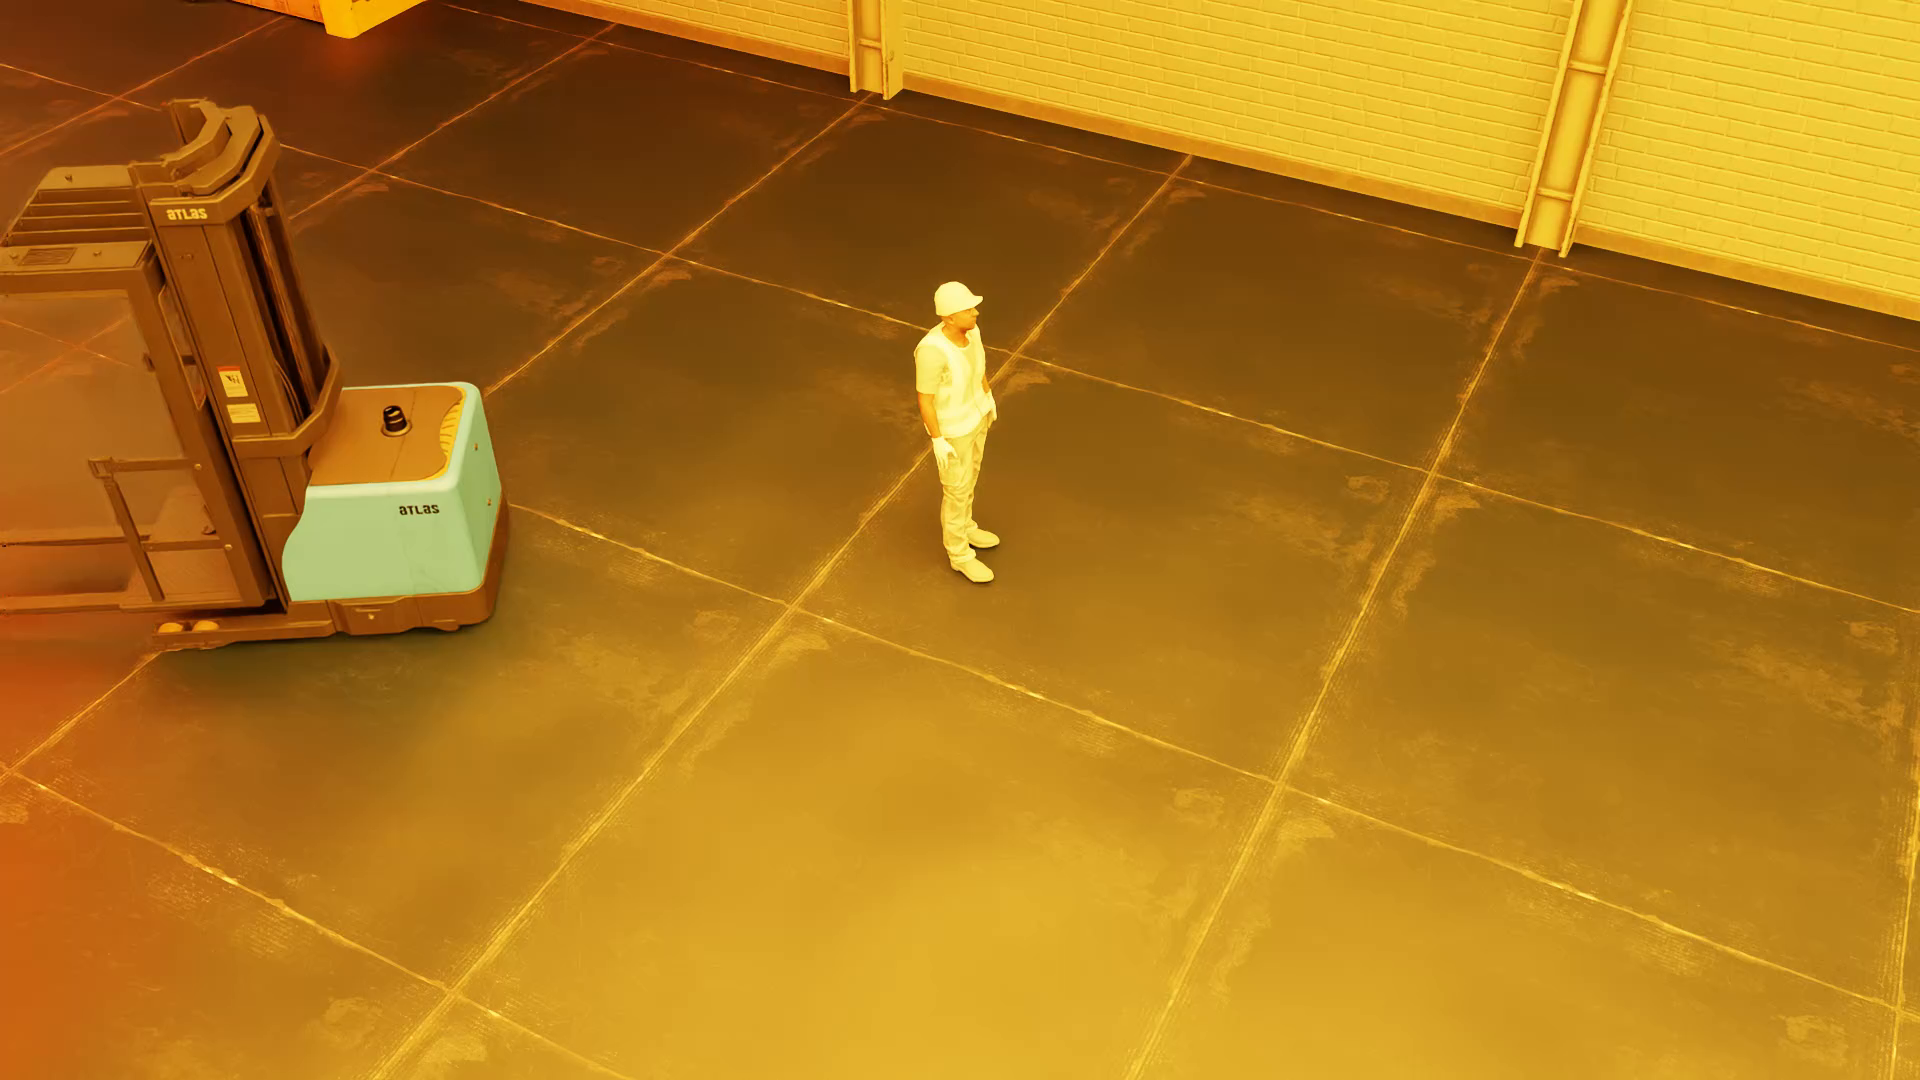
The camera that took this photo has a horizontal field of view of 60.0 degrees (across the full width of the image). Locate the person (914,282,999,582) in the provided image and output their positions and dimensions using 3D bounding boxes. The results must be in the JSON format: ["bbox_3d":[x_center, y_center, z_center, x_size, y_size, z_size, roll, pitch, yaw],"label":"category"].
[{"bbox_3d":[0.060,-0.661,9.651,0.575,1.785,0.657,18,43,21],"label":"person"}]

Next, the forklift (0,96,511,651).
[{"bbox_3d":[-4.259,-0.842,8.986,3.031,2.935,1.130,-3,40,-4],"label":"forklift"}]
